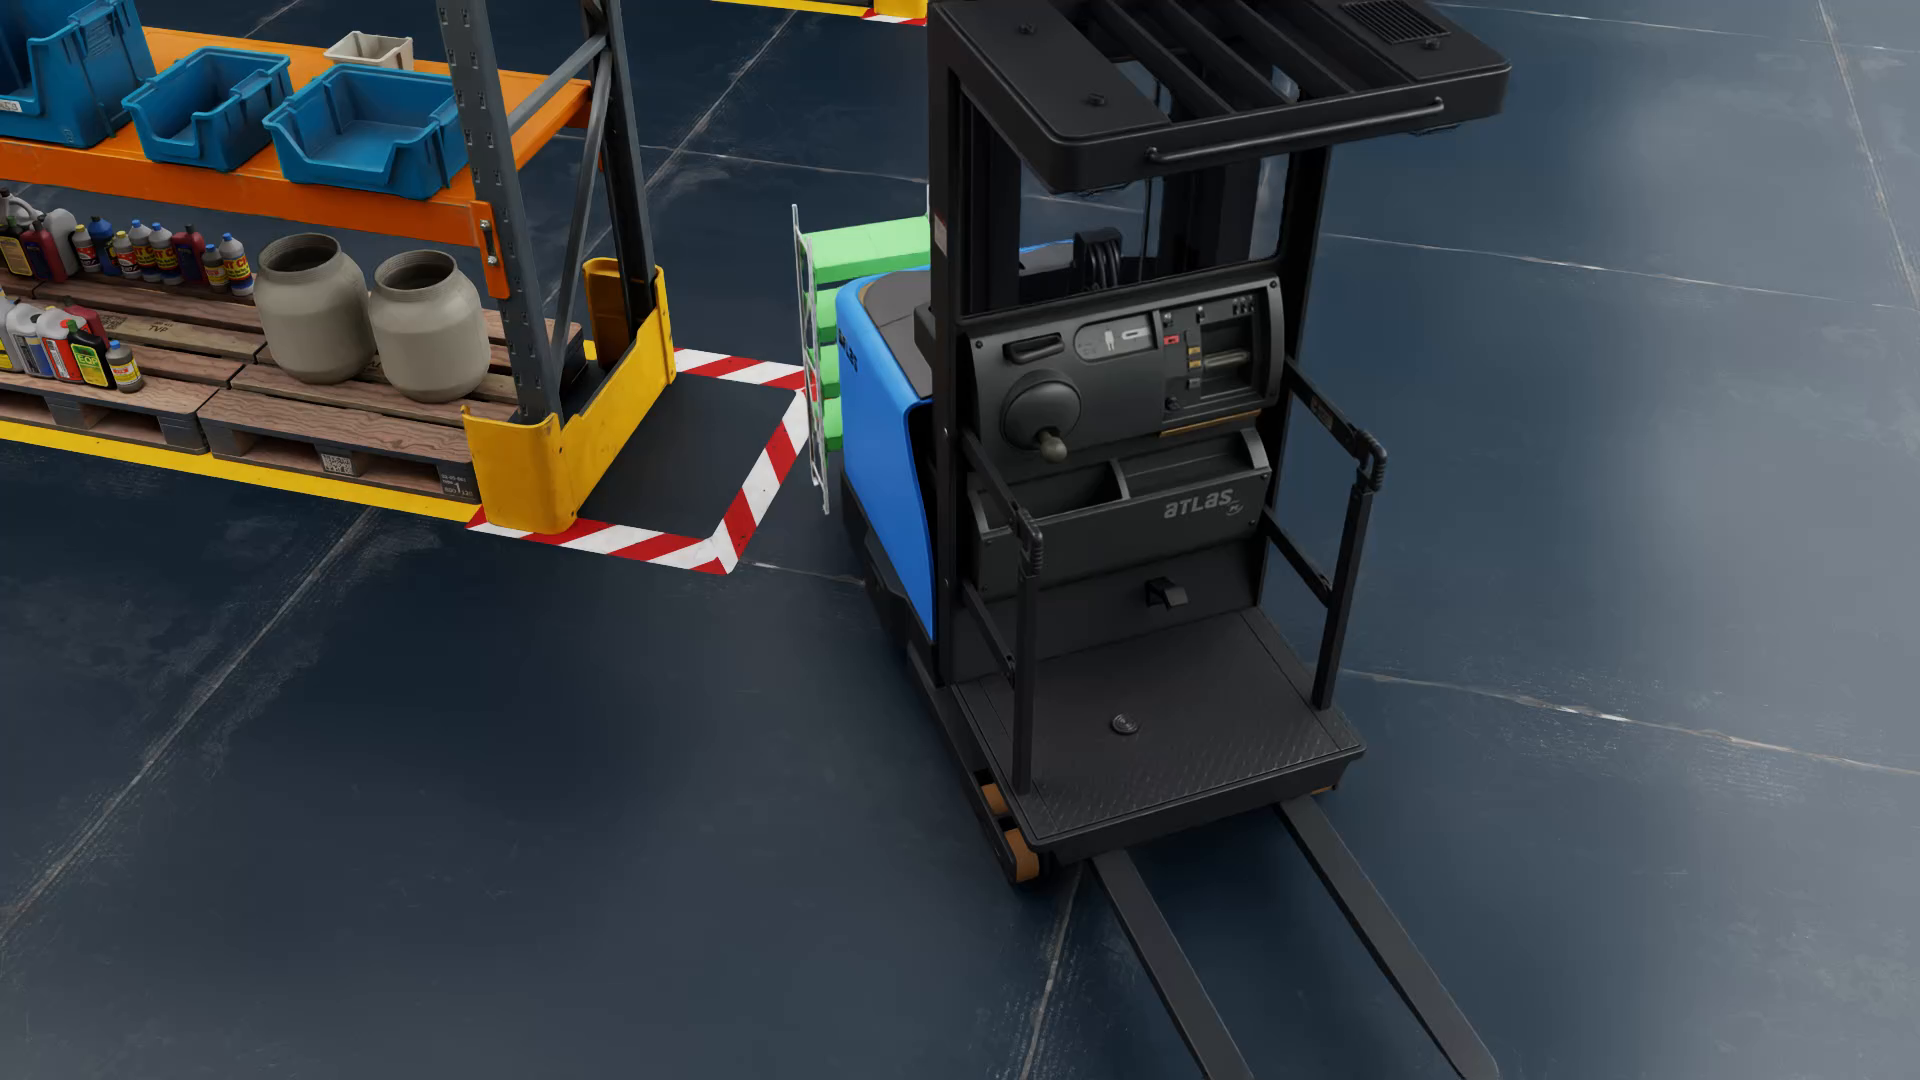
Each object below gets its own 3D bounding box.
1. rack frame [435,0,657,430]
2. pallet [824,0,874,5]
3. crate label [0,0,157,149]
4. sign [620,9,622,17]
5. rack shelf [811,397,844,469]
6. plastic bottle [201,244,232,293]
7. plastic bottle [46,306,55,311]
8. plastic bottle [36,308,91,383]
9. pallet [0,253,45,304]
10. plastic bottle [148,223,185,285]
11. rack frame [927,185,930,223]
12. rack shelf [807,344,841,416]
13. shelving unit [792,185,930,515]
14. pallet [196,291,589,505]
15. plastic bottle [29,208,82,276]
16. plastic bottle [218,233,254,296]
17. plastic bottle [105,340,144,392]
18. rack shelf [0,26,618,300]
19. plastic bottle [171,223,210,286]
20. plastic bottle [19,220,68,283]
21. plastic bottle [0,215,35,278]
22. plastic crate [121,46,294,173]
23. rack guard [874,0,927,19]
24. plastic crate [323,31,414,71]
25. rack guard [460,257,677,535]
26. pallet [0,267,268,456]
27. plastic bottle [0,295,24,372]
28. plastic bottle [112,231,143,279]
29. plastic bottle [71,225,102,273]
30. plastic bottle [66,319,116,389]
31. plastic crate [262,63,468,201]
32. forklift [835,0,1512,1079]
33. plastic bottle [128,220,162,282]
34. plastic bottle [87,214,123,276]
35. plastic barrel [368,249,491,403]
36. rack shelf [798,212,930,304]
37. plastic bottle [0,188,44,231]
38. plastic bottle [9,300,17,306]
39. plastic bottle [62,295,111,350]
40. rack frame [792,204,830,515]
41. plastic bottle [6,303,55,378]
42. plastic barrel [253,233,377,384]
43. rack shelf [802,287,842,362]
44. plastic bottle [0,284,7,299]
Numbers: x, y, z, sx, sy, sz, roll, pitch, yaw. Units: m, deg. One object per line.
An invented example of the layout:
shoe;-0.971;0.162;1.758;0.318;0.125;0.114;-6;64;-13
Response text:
rack frame;-1.426;-1.566;5.782;0.127;3.000;1.000;10;41;11
pallet;-0.994;-3.745;10.545;1.213;0.211;1.003;10;41;11
crate label;-3.274;-1.717;5.935;0.616;0.435;0.502;10;41;11
sign;-1.279;-2.013;6.099;0.005;0.325;0.100;10;41;11
rack shelf;-0.308;-0.444;6.319;0.480;0.148;0.258;-11;41;-13
plastic bottle;-3.197;-1.175;7.150;0.097;0.201;0.097;0;40;0
plastic bottle;-3.669;-0.858;6.773;0.097;0.201;0.097;0;40;0
plastic bottle;-3.550;-0.783;6.626;0.135;0.276;0.152;10;41;12
pallet;-4.652;-1.025;7.307;1.213;0.211;1.003;10;41;11
plastic bottle;-3.428;-1.242;7.175;0.097;0.271;0.097;0;40;0
rack frame;-0.075;-0.723;6.178;0.015;1.200;0.240;-11;41;-13
rack shelf;-0.308;-0.628;6.164;0.480;0.148;0.258;-11;41;-13
shelving unit;-0.308;-0.677;6.123;0.503;1.200;0.258;-11;41;-13
pallet;-2.295;-0.620;6.824;1.213;0.211;1.003;10;41;11
plastic bottle;-3.940;-1.313;7.257;0.135;0.276;0.152;10;41;12
plastic bottle;-3.097;-1.185;7.107;0.097;0.271;0.097;0;40;0
plastic bottle;-3.313;-0.696;6.580;0.097;0.201;0.097;0;40;0
rack shelf;-3.358;-1.623;6.409;4.000;0.370;1.077;10;41;11
plastic bottle;-3.311;-1.238;7.162;0.133;0.283;0.061;10;41;12
plastic bottle;-3.967;-1.250;7.176;0.133;0.283;0.061;10;41;11
plastic bottle;-4.097;-1.278;7.209;0.133;0.283;0.061;10;41;11
plastic crate;-2.612;-1.518;5.840;0.408;0.251;0.499;10;41;11
rack guard;-0.219;-3.698;10.265;0.348;0.500;1.175;10;41;11
plastic crate;-2.207;-1.814;6.282;0.250;0.136;0.298;10;41;11
rack guard;-1.511;-0.592;6.566;0.348;0.500;1.175;10;41;11
pallet;-3.470;-0.824;7.067;1.213;0.211;1.003;10;41;11
plastic bottle;-3.845;-0.860;6.659;0.185;0.351;0.144;11;41;13
plastic bottle;-3.620;-1.248;7.237;0.097;0.201;0.097;0;40;0
plastic bottle;-3.819;-1.282;7.278;0.097;0.201;0.097;0;40;0
plastic bottle;-3.431;-0.735;6.563;0.133;0.283;0.061;11;41;12
plastic crate;-1.987;-1.406;5.708;0.616;0.251;0.499;10;41;11
forklift;0.548;-0.395;4.441;1.130;2.935;3.031;-13;42;-15
plastic bottle;-3.524;-1.258;7.195;0.097;0.271;0.097;0;40;0
plastic bottle;-3.720;-1.292;7.235;0.097;0.271;0.097;0;40;0
plastic barrel;-2.081;-0.836;6.521;0.421;0.512;0.421;0;40;0
rack shelf;-0.308;-0.996;5.856;0.480;0.148;0.258;-11;41;-13
plastic bottle;-4.096;-1.371;7.268;0.185;0.351;0.144;10;41;11
plastic bottle;-3.856;-0.885;6.805;0.097;0.201;0.097;0;40;0
plastic bottle;-3.523;-0.852;6.702;0.133;0.283;0.061;10;41;11
rack frame;-0.542;-0.631;6.069;0.015;1.200;0.240;-11;41;-13
plastic bottle;-3.684;-0.806;6.653;0.135;0.276;0.152;9;41;10
plastic barrel;-2.565;-0.919;6.620;0.421;0.512;0.421;0;40;0
rack shelf;-0.308;-0.812;6.010;0.480;0.148;0.258;-11;41;-13
plastic bottle;-4.010;-0.958;6.835;0.135;0.276;0.152;10;41;11
